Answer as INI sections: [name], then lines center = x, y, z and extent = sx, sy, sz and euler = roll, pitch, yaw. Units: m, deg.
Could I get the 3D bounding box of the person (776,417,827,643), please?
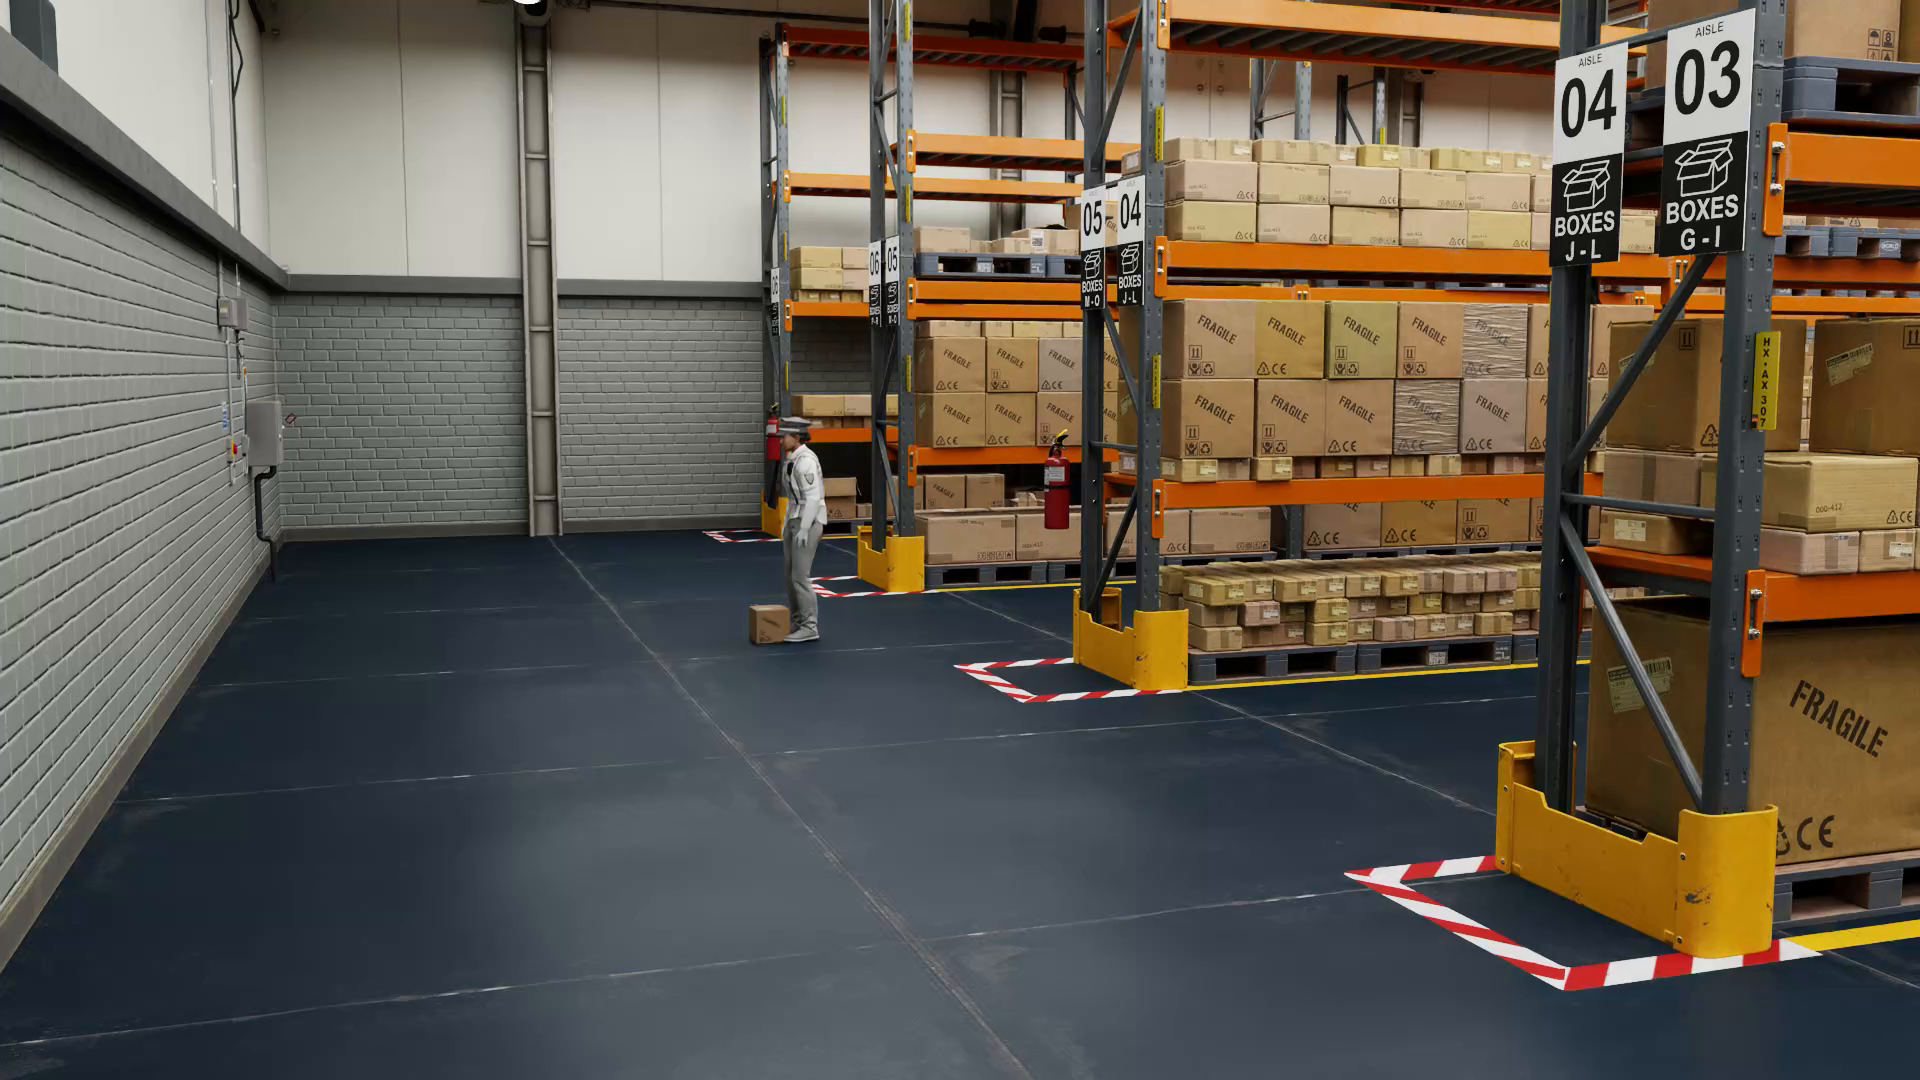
[person]
center = -1.188, -0.085, 12.379
extent = 0.367, 1.663, 0.516
euler = -2, 6, -21
